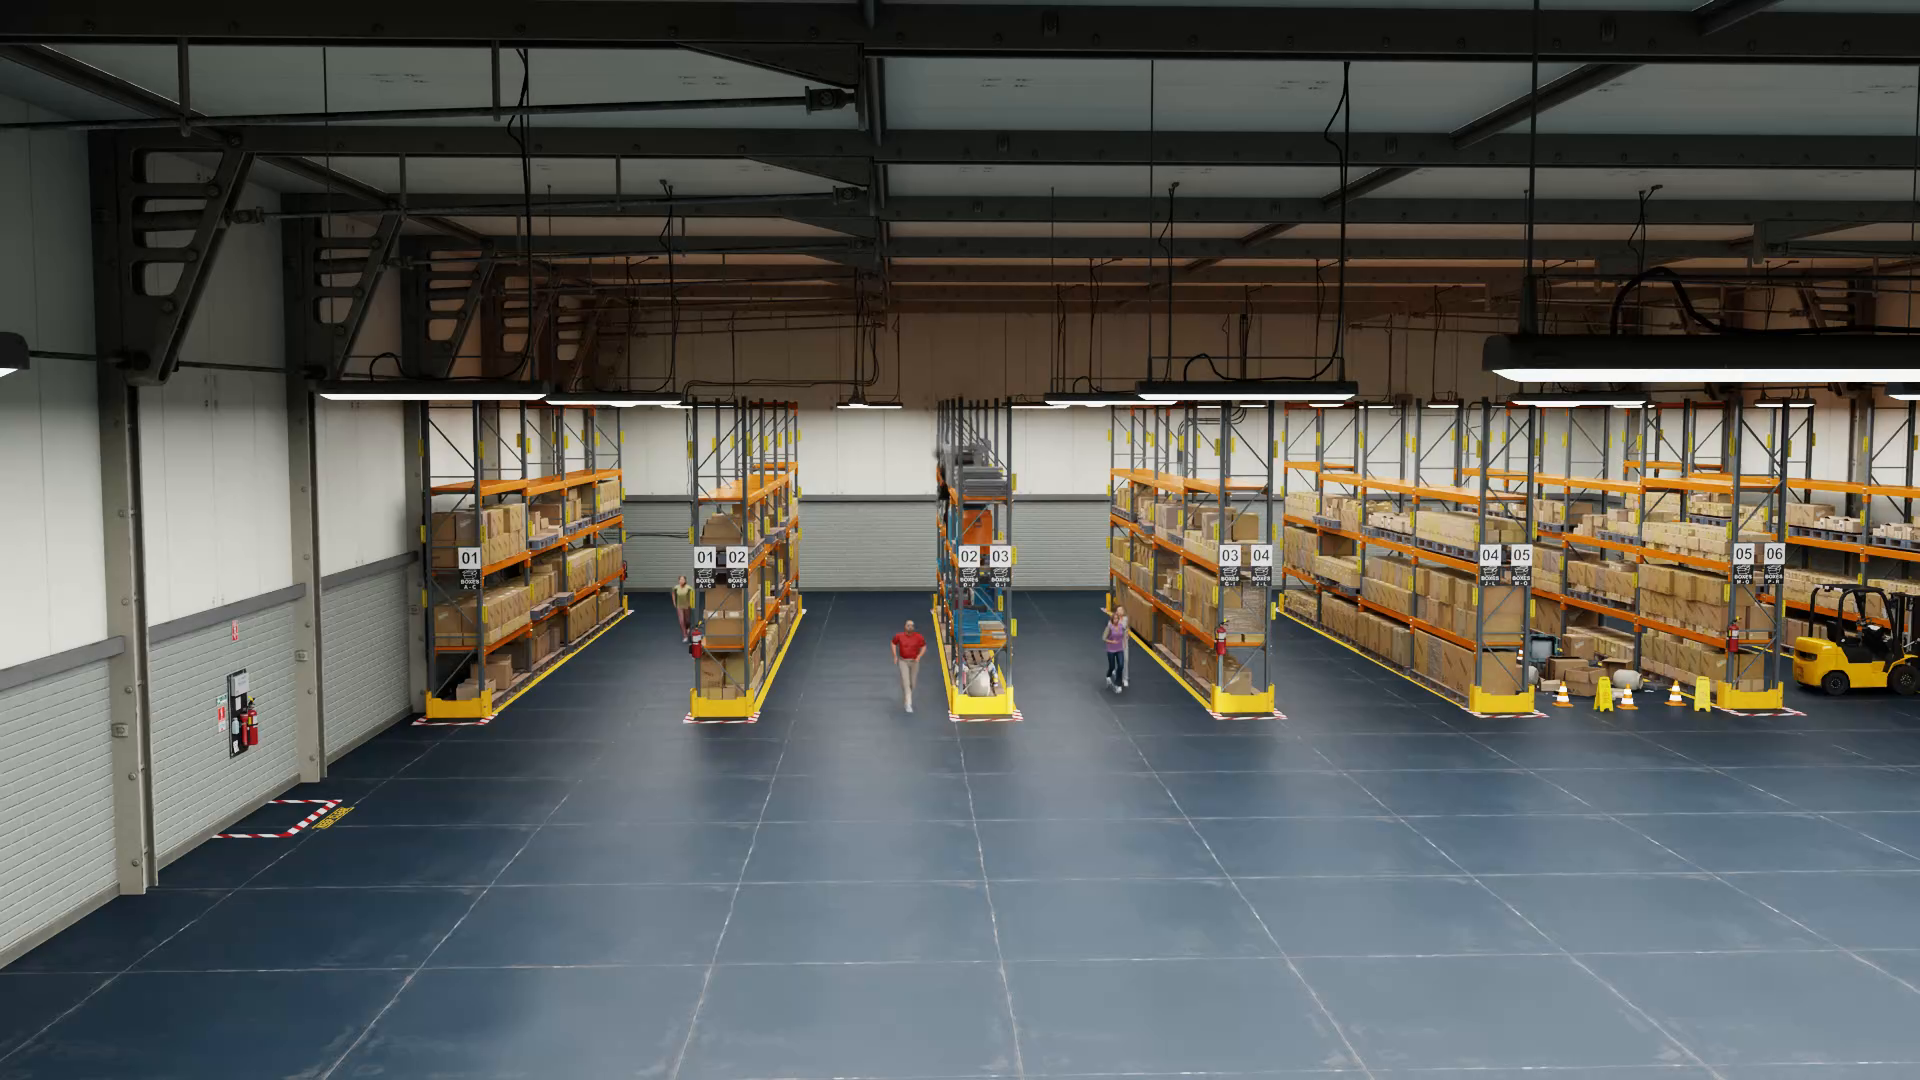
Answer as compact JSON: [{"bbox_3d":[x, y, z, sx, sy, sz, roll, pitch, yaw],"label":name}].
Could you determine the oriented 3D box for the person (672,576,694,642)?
[{"bbox_3d":[-6.920,1.703,41.625,0.604,1.648,0.802,0,4,-2],"label":"person"}]

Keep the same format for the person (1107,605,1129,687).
[{"bbox_3d":[3.329,2.196,35.056,0.536,1.670,1.125,-1,4,-7],"label":"person"}]

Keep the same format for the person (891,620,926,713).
[{"bbox_3d":[-0.981,2.404,31.971,0.659,1.764,0.910,-1,5,-12],"label":"person"}]

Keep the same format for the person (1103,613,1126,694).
[{"bbox_3d":[3.161,2.306,34.117,0.569,1.641,0.826,-1,5,-16],"label":"person"}]
